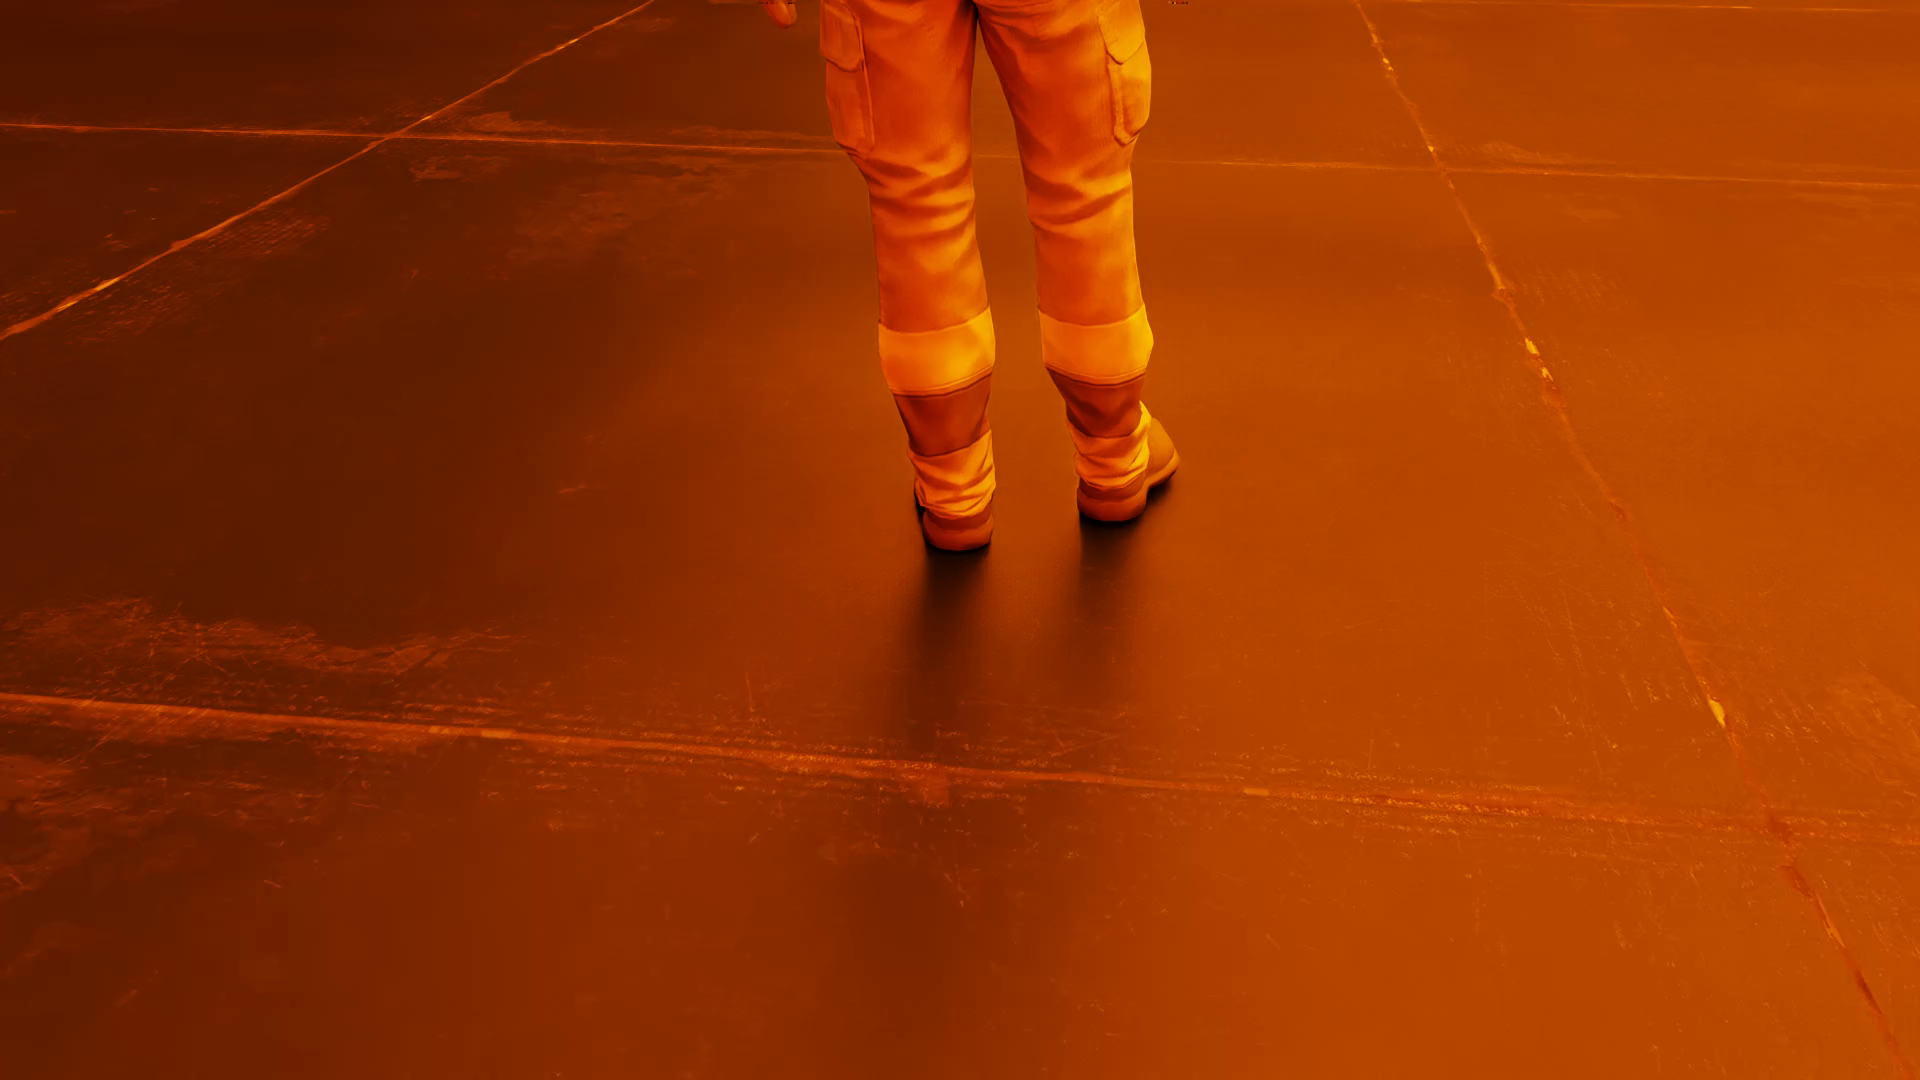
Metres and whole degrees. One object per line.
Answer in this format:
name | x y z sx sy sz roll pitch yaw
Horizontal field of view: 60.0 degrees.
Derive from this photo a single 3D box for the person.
person | 0.021 -0.842 2.168 0.638 1.789 0.562 3 27 7
